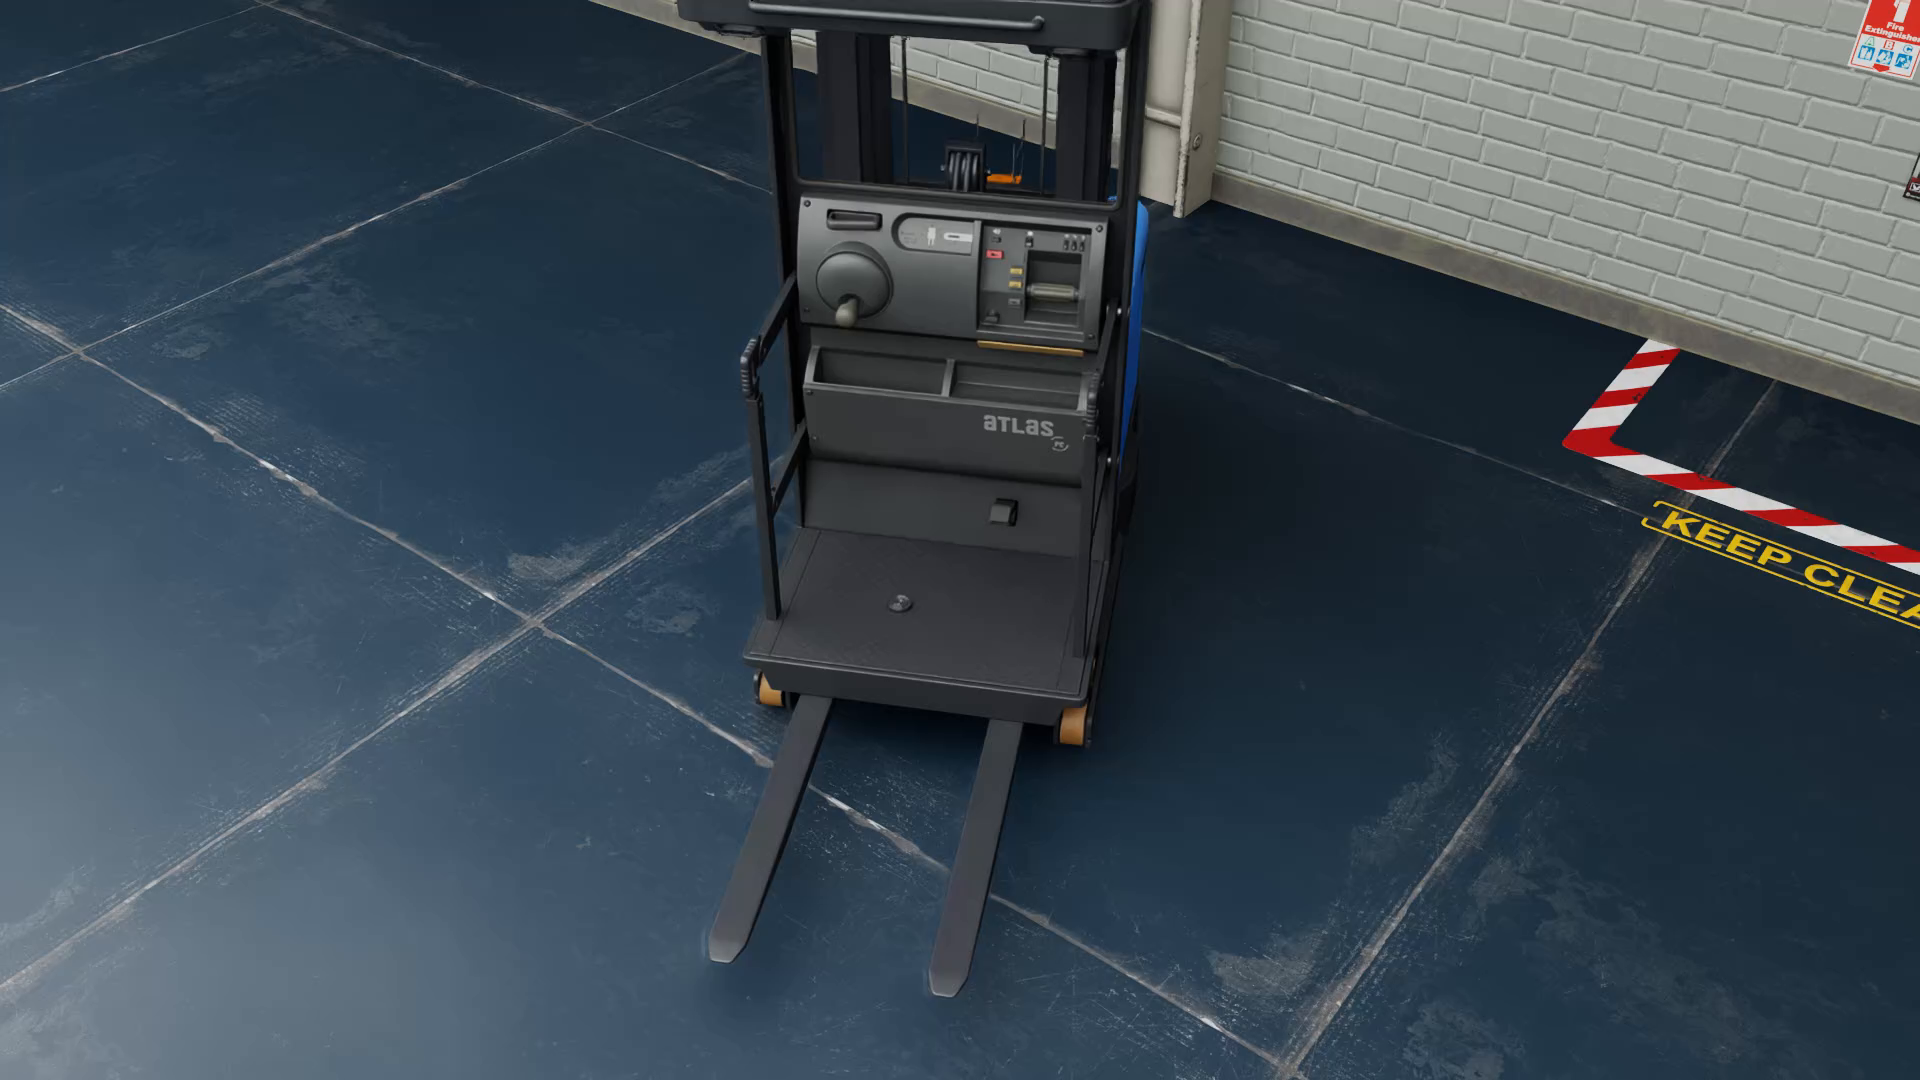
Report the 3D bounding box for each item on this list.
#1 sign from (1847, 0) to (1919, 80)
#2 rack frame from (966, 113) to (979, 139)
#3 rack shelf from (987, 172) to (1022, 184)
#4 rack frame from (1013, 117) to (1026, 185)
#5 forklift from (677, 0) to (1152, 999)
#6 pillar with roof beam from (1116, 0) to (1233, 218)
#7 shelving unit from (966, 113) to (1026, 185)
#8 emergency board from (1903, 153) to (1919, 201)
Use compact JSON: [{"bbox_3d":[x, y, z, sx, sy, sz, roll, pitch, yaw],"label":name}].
[{"bbox_3d":[3.494,-1.904,6.220,0.234,0.329,0.001,25,45,29],"label":"sign"},{"bbox_3d":[0.045,-1.094,6.669,0.006,1.200,0.240,7,37,9],"label":"rack frame"},{"bbox_3d":[0.137,-1.336,6.466,0.180,0.103,0.258,7,37,9],"label":"rack shelf"},{"bbox_3d":[0.225,-1.072,6.640,0.006,1.200,0.240,7,37,9],"label":"rack frame"},{"bbox_3d":[-0.066,-0.734,4.810,1.130,2.935,3.031,7,39,8],"label":"forklift"},{"bbox_3d":[-1.571,-3.189,3.024,0.400,9.000,9.100,25,45,29],"label":"pillar with roof beam"},{"bbox_3d":[0.135,-1.083,6.655,0.189,1.200,0.258,7,37,9],"label":"shelving unit"},{"bbox_3d":[3.875,-1.645,5.917,0.626,1.169,0.157,25,45,29],"label":"emergency board"}]
